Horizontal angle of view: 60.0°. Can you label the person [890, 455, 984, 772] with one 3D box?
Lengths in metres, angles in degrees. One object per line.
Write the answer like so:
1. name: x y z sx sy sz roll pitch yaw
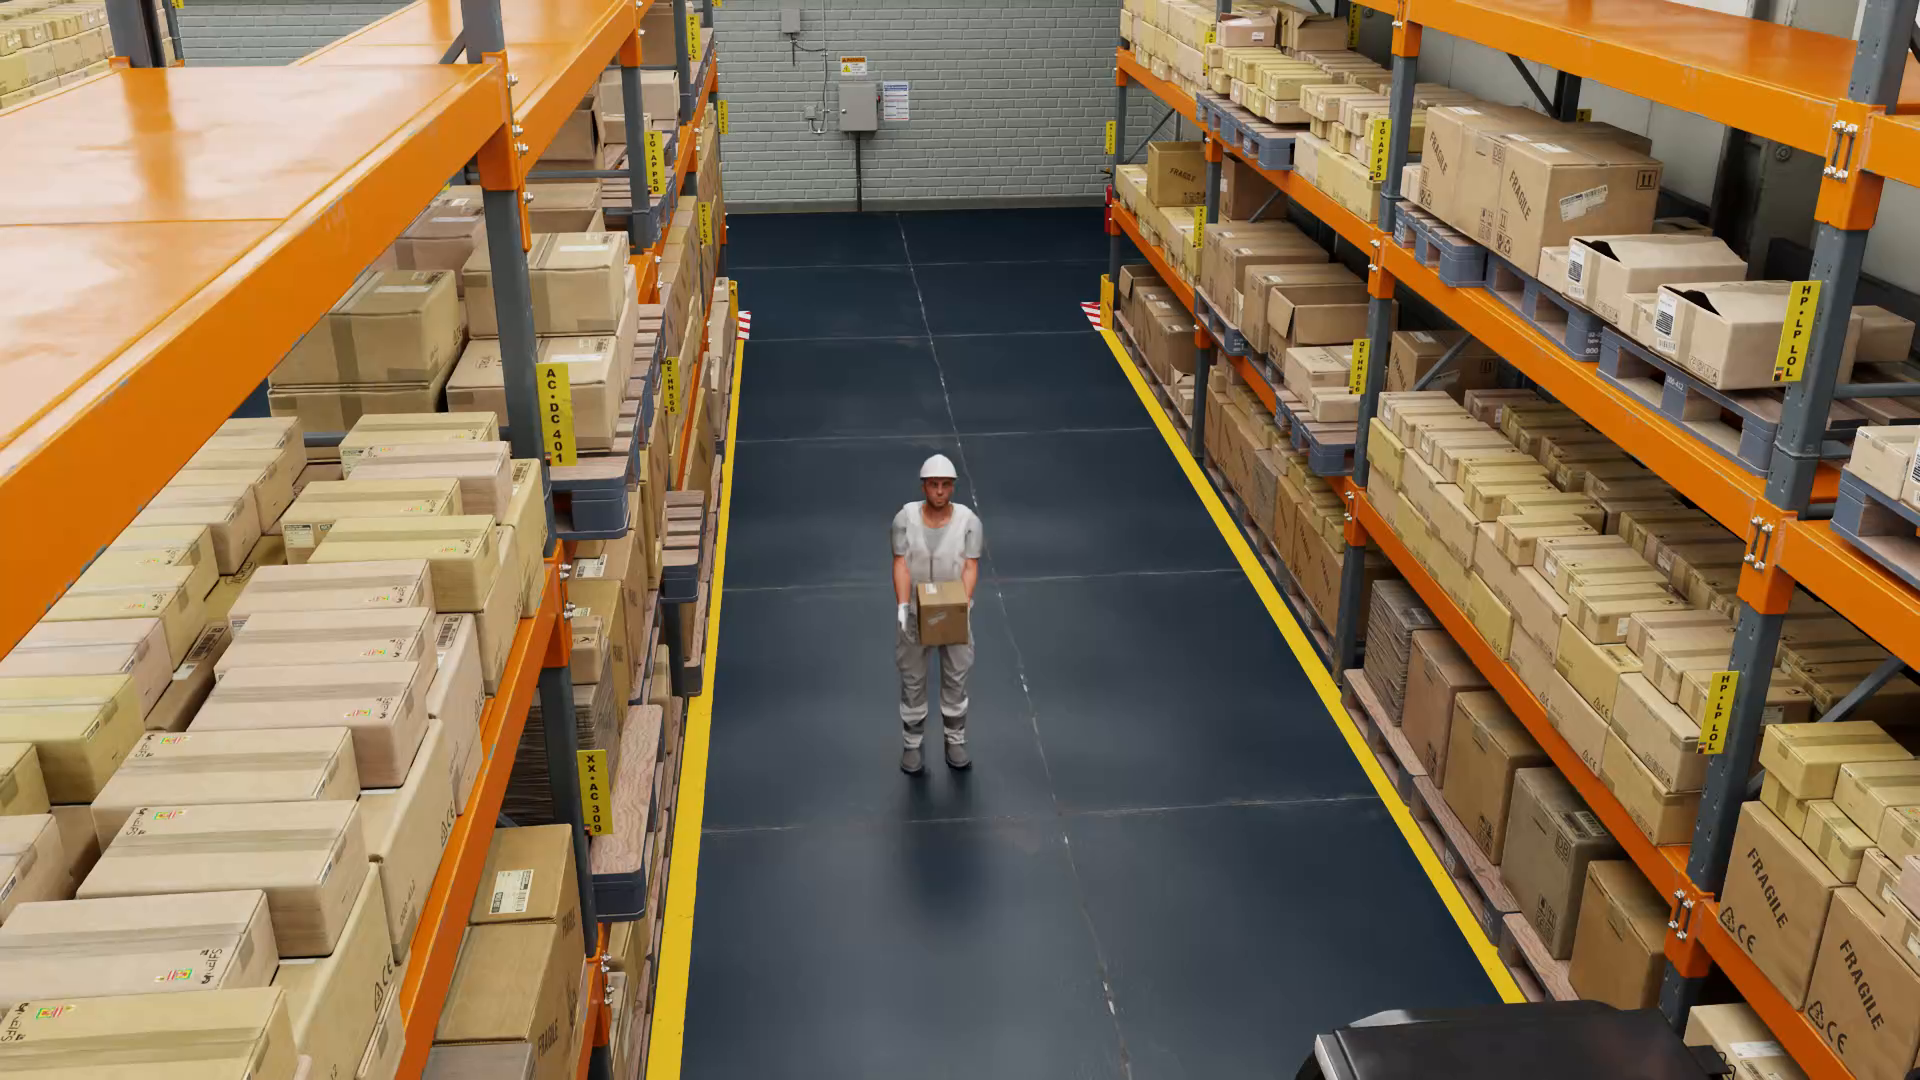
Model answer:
1. person: -0.130 0.435 9.066 0.506 1.792 0.556 1 24 2
